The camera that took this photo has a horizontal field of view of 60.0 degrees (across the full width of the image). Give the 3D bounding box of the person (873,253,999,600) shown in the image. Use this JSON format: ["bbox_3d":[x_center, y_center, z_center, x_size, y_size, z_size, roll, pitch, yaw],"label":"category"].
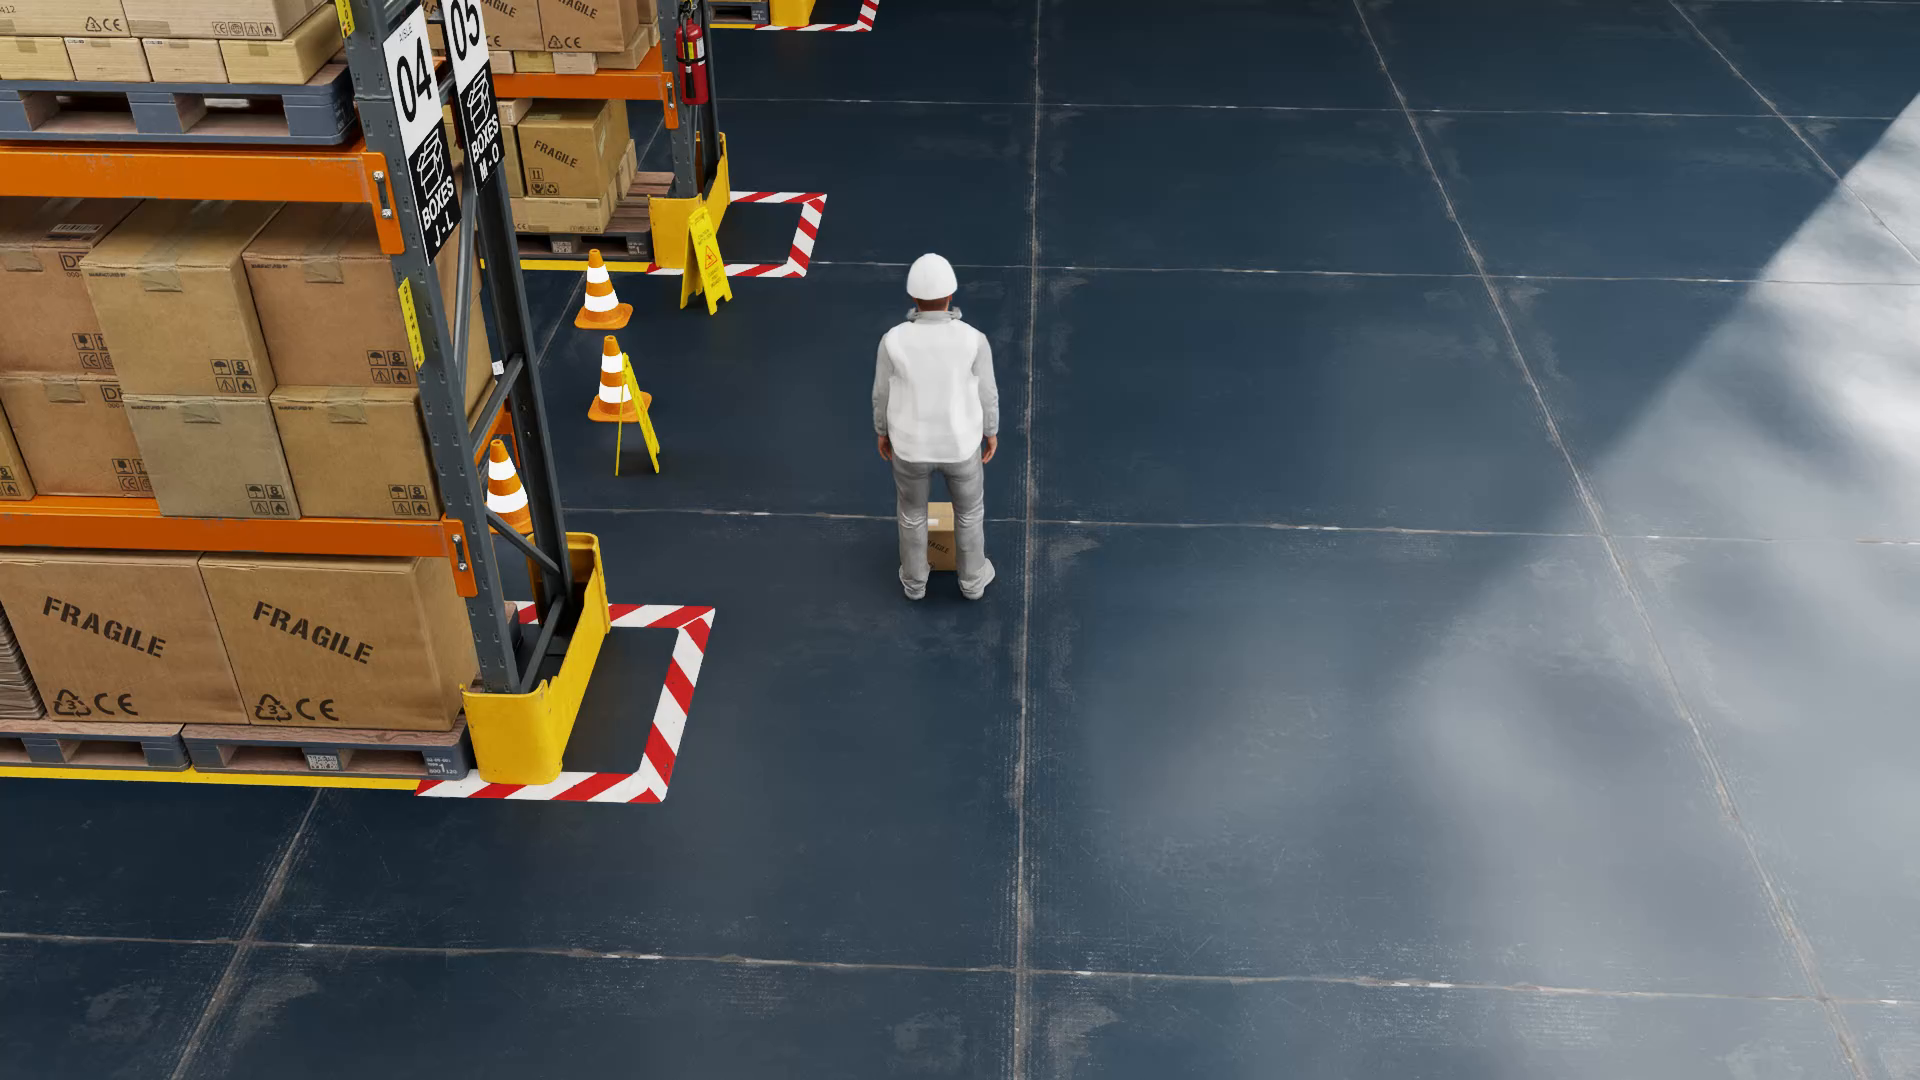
[{"bbox_3d":[-0.109,-0.490,7.783,0.581,1.771,0.465,1,35,2],"label":"person"}]
